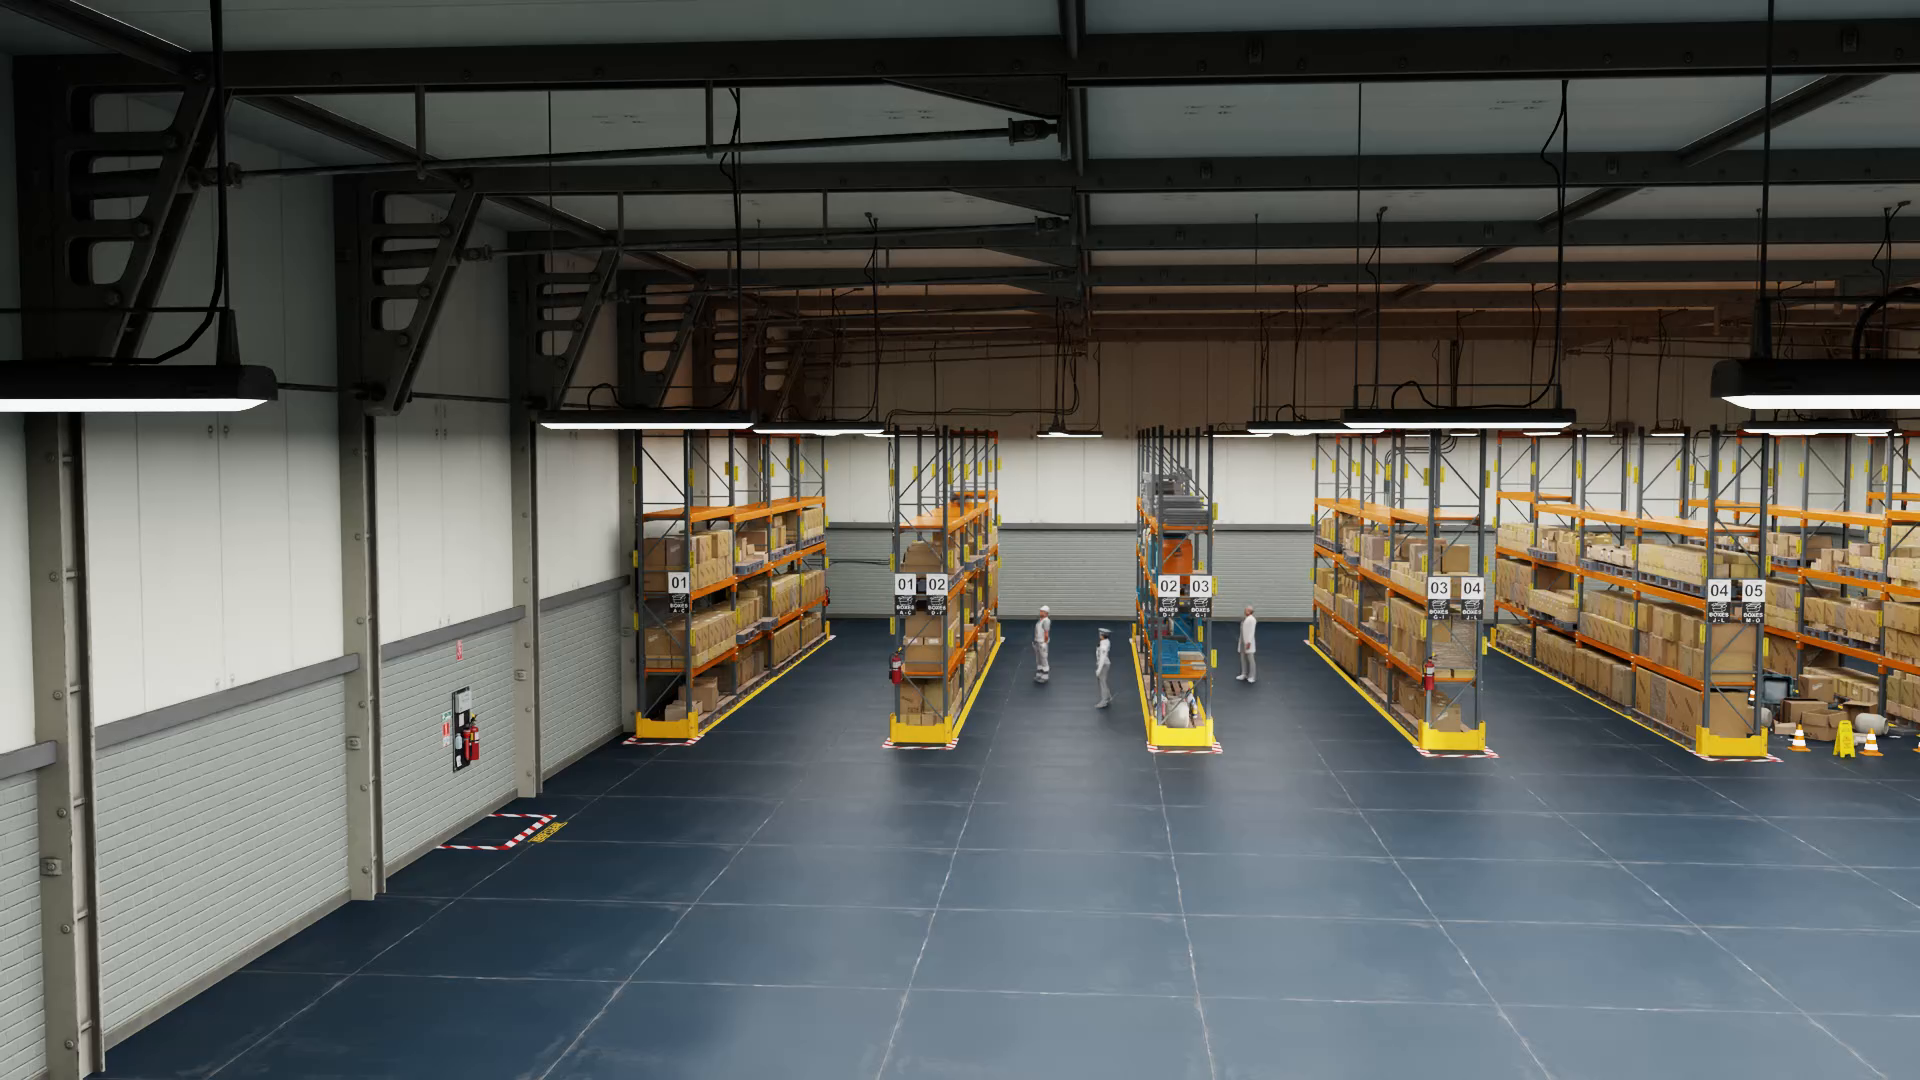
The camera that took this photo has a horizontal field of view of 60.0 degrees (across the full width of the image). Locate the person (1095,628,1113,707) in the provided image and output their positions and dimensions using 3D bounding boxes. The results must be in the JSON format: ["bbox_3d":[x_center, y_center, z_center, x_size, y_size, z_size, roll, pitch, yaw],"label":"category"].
[{"bbox_3d":[3.094,2.744,35.756,0.397,1.691,0.565,0,3,1],"label":"person"}]

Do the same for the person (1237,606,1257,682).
[{"bbox_3d":[6.846,2.471,39.601,0.422,1.820,0.598,-2,4,-31],"label":"person"}]

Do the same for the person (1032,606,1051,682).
[{"bbox_3d":[1.930,2.453,39.432,0.400,1.790,0.594,-1,4,-21],"label":"person"}]
